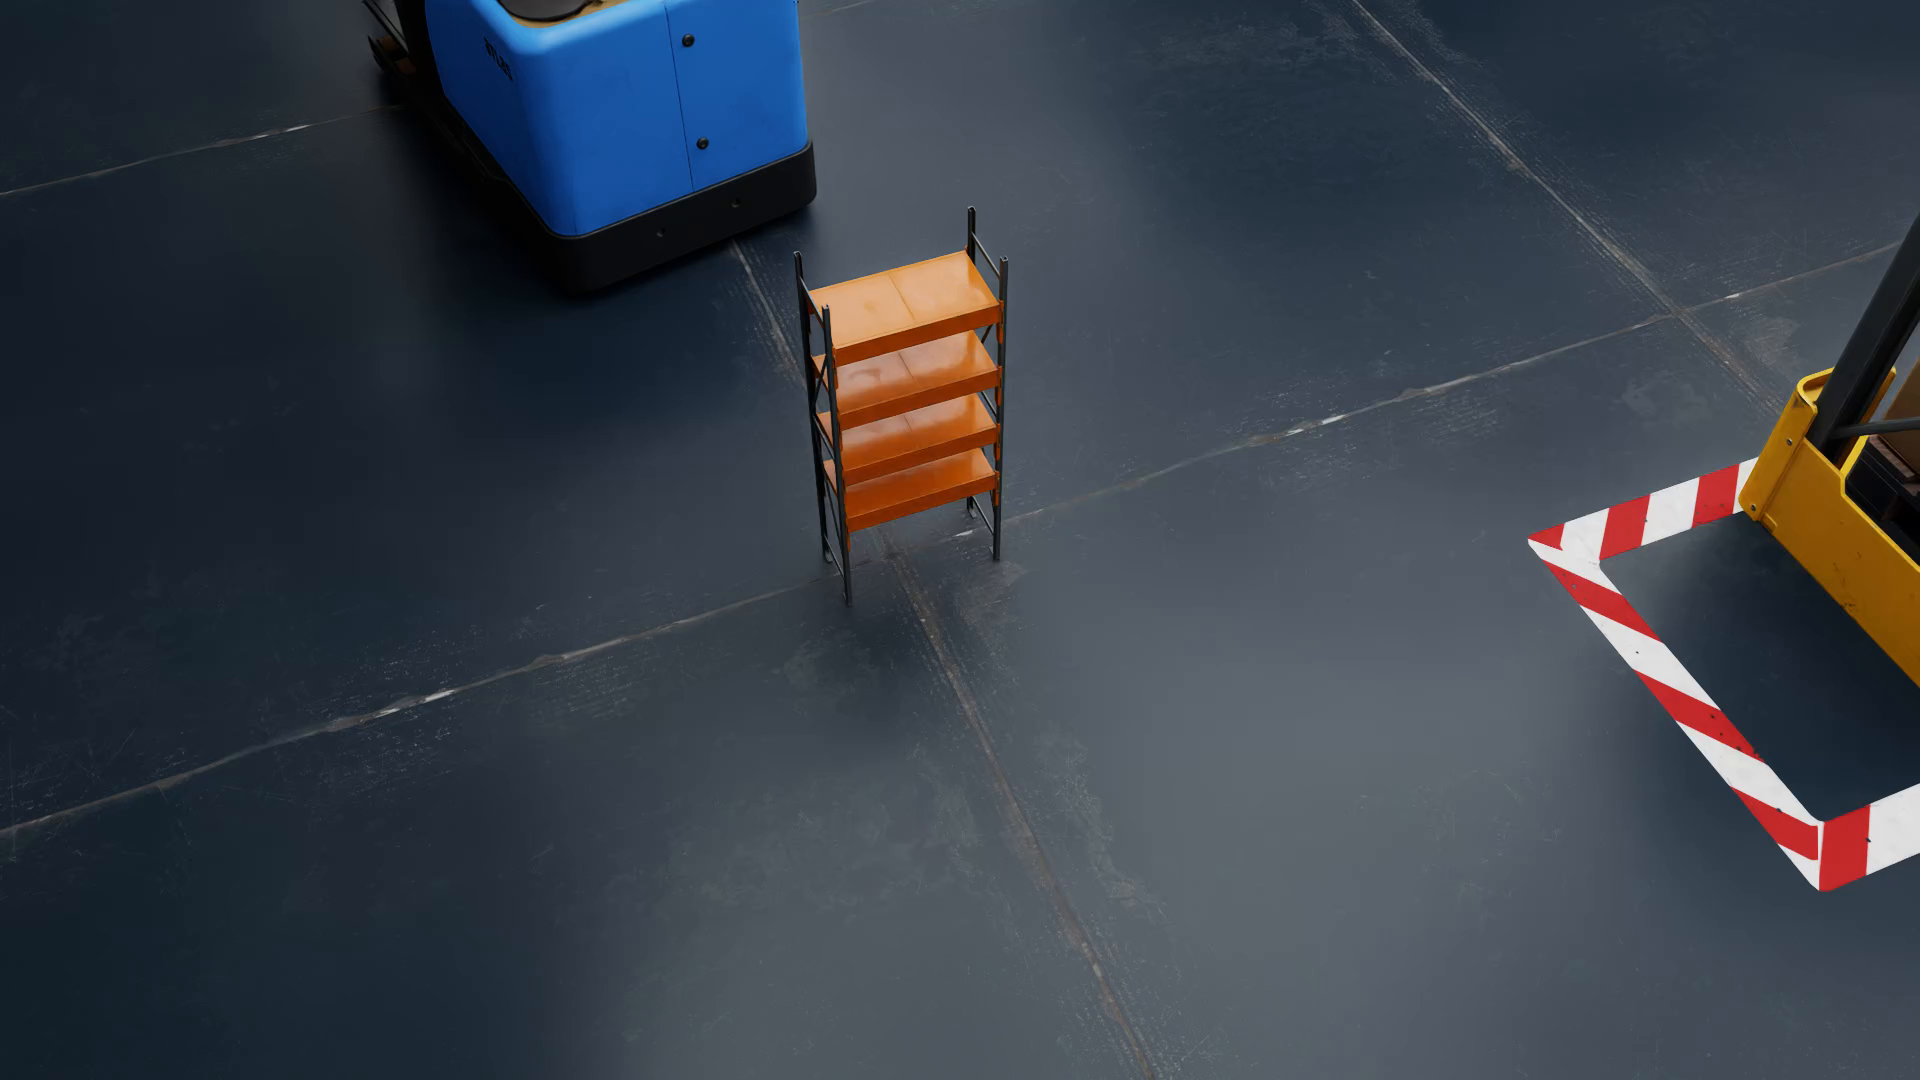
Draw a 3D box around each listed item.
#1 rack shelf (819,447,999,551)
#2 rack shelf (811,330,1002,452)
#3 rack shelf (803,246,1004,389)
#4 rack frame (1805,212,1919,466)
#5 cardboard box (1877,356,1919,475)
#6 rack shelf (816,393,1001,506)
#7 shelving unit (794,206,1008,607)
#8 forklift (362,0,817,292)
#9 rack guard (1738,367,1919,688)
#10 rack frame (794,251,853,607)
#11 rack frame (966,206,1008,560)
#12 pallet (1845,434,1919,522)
[{"bbox_3d":[-0.153,-0.170,4.956,0.480,0.148,0.258,-17,52,-14],"label":"rack shelf"},{"bbox_3d":[-0.153,-0.445,4.635,0.480,0.148,0.258,-17,52,-14],"label":"rack shelf"},{"bbox_3d":[-0.153,-0.599,4.456,0.480,0.148,0.258,-17,52,-14],"label":"rack shelf"},{"bbox_3d":[2.797,-0.740,3.908,0.127,3.000,1.000,-17,52,-14],"label":"rack frame"},{"bbox_3d":[3.207,-0.397,4.972,0.500,0.500,0.500,-17,52,-14],"label":"cardboard box"},{"bbox_3d":[-0.153,-0.300,4.805,0.480,0.148,0.258,-17,52,-14],"label":"rack shelf"},{"bbox_3d":[-0.153,-0.343,4.754,0.503,1.200,0.258,-17,52,-14],"label":"shelving unit"},{"bbox_3d":[-1.772,-2.936,5.839,1.130,2.935,3.031,-27,54,-21],"label":"forklift"},{"bbox_3d":[2.867,0.053,4.875,0.348,0.500,1.175,-17,52,-14],"label":"rack guard"},{"bbox_3d":[-0.379,-0.273,4.694,0.015,1.200,0.240,-17,52,-14],"label":"rack frame"},{"bbox_3d":[0.073,-0.413,4.814,0.015,1.200,0.240,-17,52,-14],"label":"rack frame"},{"bbox_3d":[3.605,-0.082,5.182,1.213,0.211,1.003,-17,52,-14],"label":"pallet"}]
